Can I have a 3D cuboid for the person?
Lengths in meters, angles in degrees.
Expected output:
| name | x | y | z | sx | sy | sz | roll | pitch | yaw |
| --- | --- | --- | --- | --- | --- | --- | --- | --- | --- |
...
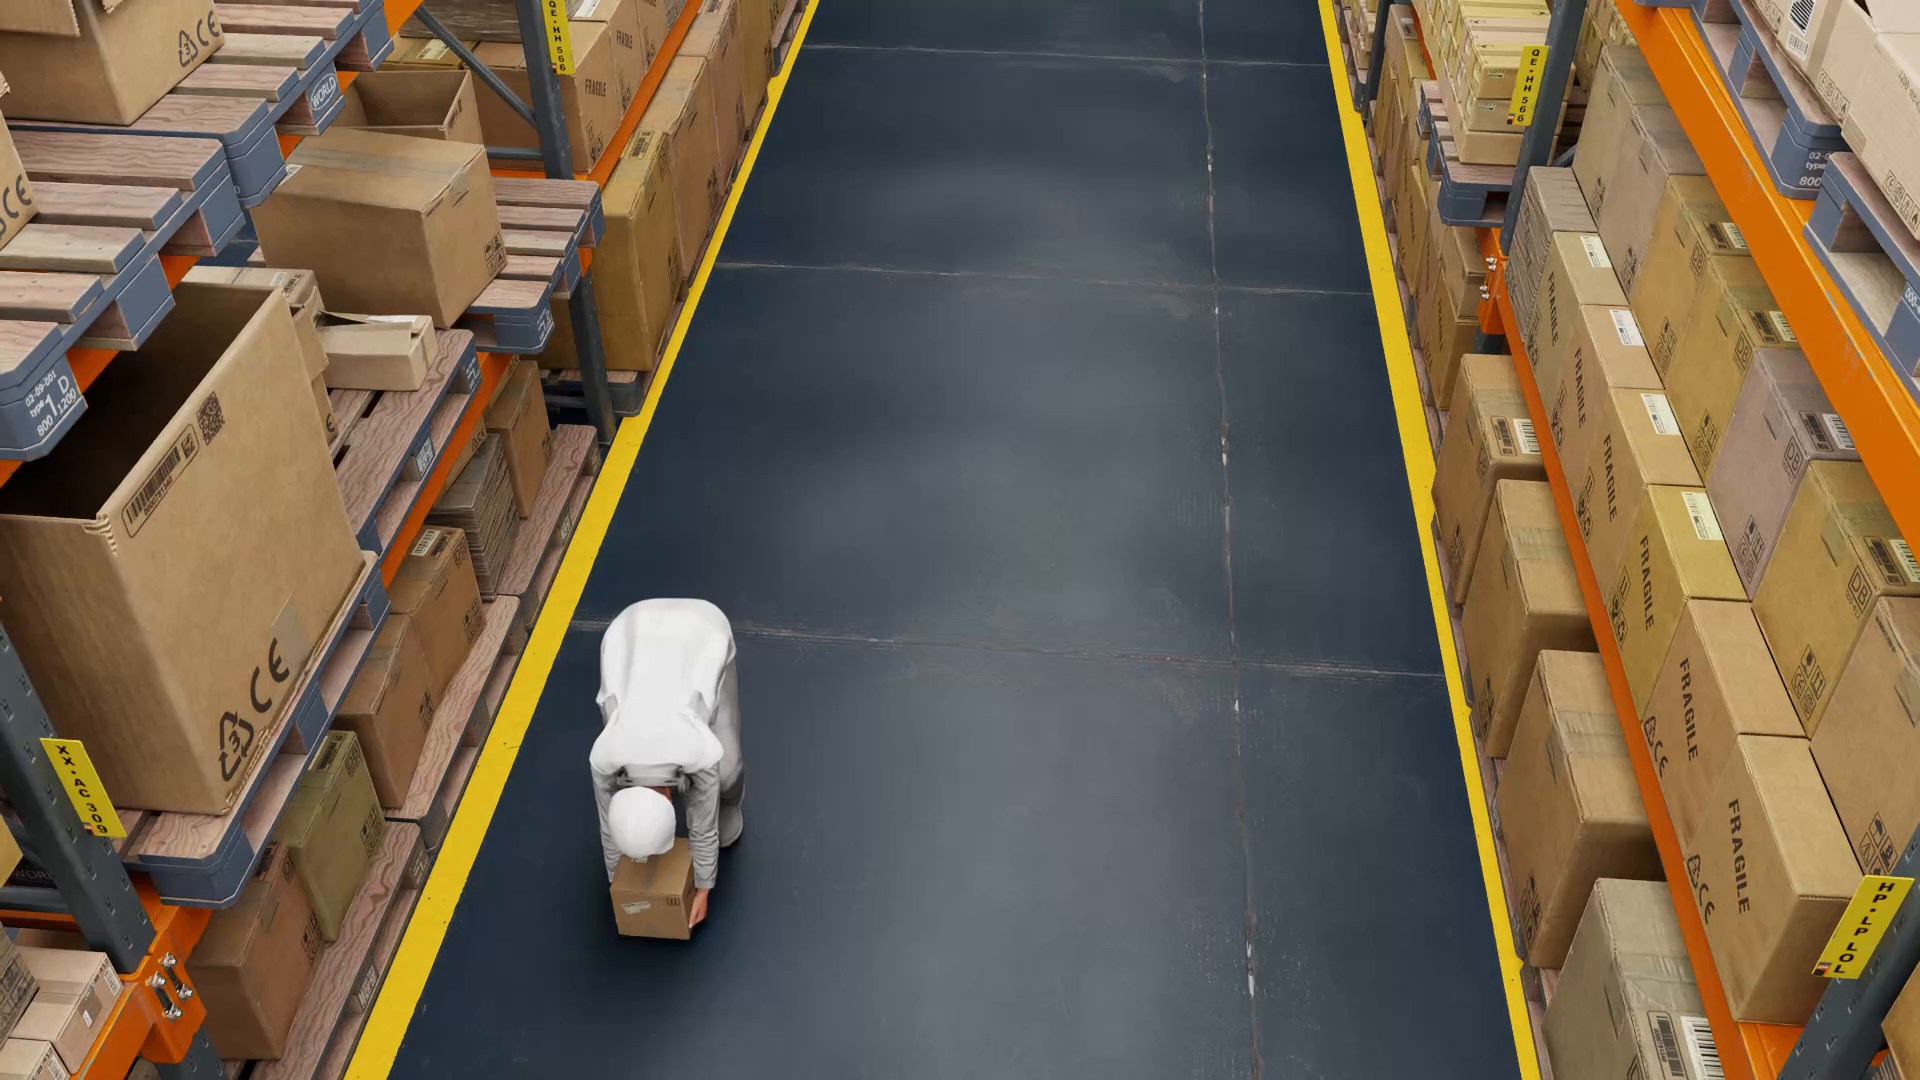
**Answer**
| name | x | y | z | sx | sy | sz | roll | pitch | yaw |
| --- | --- | --- | --- | --- | --- | --- | --- | --- | --- |
| person | -1.019 | 0.792 | 5.817 | 0.513 | 0.960 | 0.996 | 1 | 40 | 2 |
